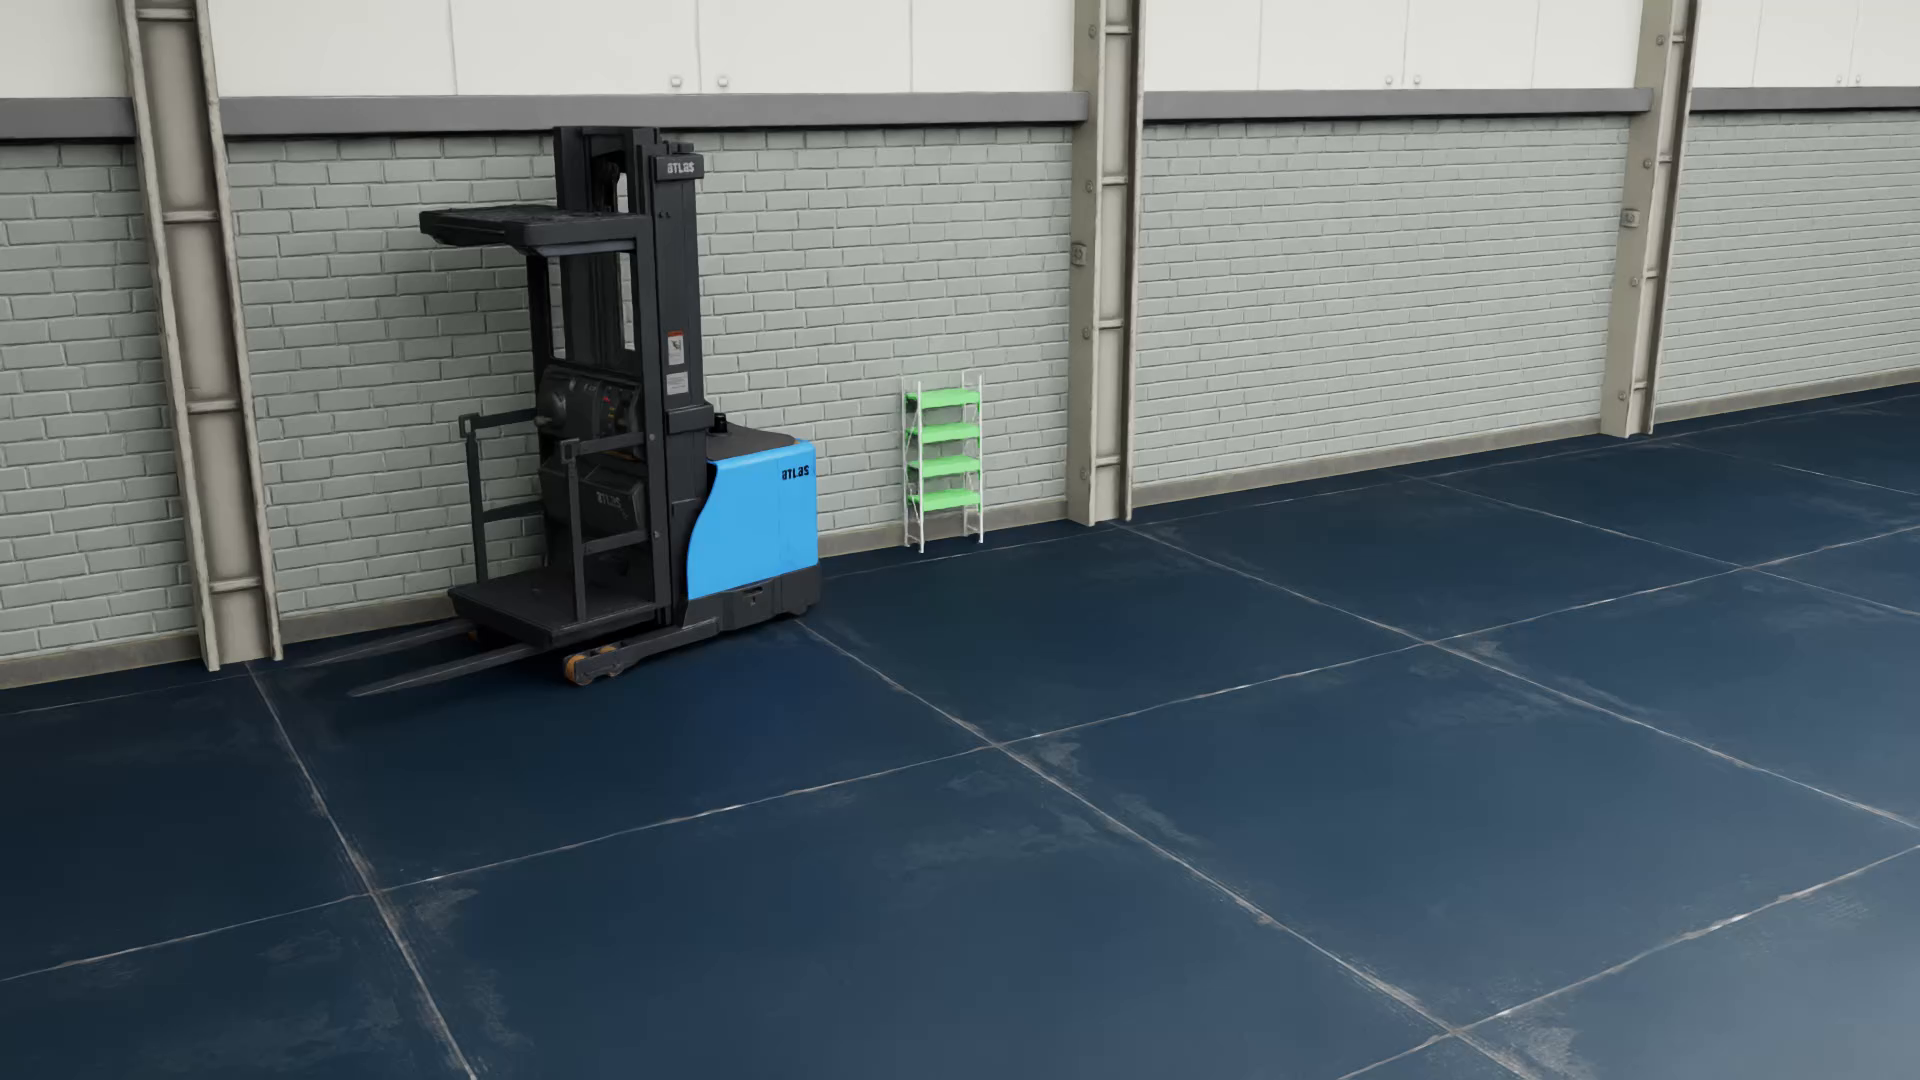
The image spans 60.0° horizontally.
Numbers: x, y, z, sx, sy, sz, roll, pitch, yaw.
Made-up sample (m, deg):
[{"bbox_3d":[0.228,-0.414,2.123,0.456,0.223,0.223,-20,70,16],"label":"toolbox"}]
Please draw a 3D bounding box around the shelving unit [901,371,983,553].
[{"bbox_3d":[-0.122,-0.549,11.634,0.503,1.200,0.258,-9,17,-30],"label":"shelving unit"}]

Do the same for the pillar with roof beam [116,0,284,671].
[{"bbox_3d":[-1.887,-2.665,4.744,0.400,9.000,9.100,-9,18,-30],"label":"pillar with roof beam"}]

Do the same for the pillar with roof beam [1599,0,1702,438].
[{"bbox_3d":[8.400,-4.333,10.695,0.400,9.000,9.100,-9,18,-30],"label":"pillar with roof beam"}]

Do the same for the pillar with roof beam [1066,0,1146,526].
[{"bbox_3d":[3.257,-3.499,7.720,0.400,9.000,9.100,-9,18,-30],"label":"pillar with roof beam"}]

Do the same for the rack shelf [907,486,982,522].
[{"bbox_3d":[-0.118,-0.255,11.710,0.480,0.148,0.258,-9,17,-30],"label":"rack shelf"}]

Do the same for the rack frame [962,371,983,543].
[{"bbox_3d":[0.086,-0.583,11.757,0.015,1.200,0.240,-9,17,-30],"label":"rack frame"}]

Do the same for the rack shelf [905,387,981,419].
[{"bbox_3d":[-0.126,-0.952,11.530,0.480,0.148,0.258,-9,17,-30],"label":"rack shelf"}]

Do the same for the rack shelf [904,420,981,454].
[{"bbox_3d":[-0.124,-0.720,11.590,0.480,0.148,0.258,-9,17,-30],"label":"rack shelf"}]

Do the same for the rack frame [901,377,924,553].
[{"bbox_3d":[-0.330,-0.515,11.511,0.015,1.200,0.240,-9,17,-30],"label":"rack frame"}]

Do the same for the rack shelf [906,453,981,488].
[{"bbox_3d":[-0.121,-0.487,11.650,0.480,0.148,0.258,-9,17,-30],"label":"rack shelf"}]

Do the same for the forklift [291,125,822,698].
[{"bbox_3d":[-2.237,-0.773,9.236,1.130,2.935,3.031,14,21,41],"label":"forklift"}]
